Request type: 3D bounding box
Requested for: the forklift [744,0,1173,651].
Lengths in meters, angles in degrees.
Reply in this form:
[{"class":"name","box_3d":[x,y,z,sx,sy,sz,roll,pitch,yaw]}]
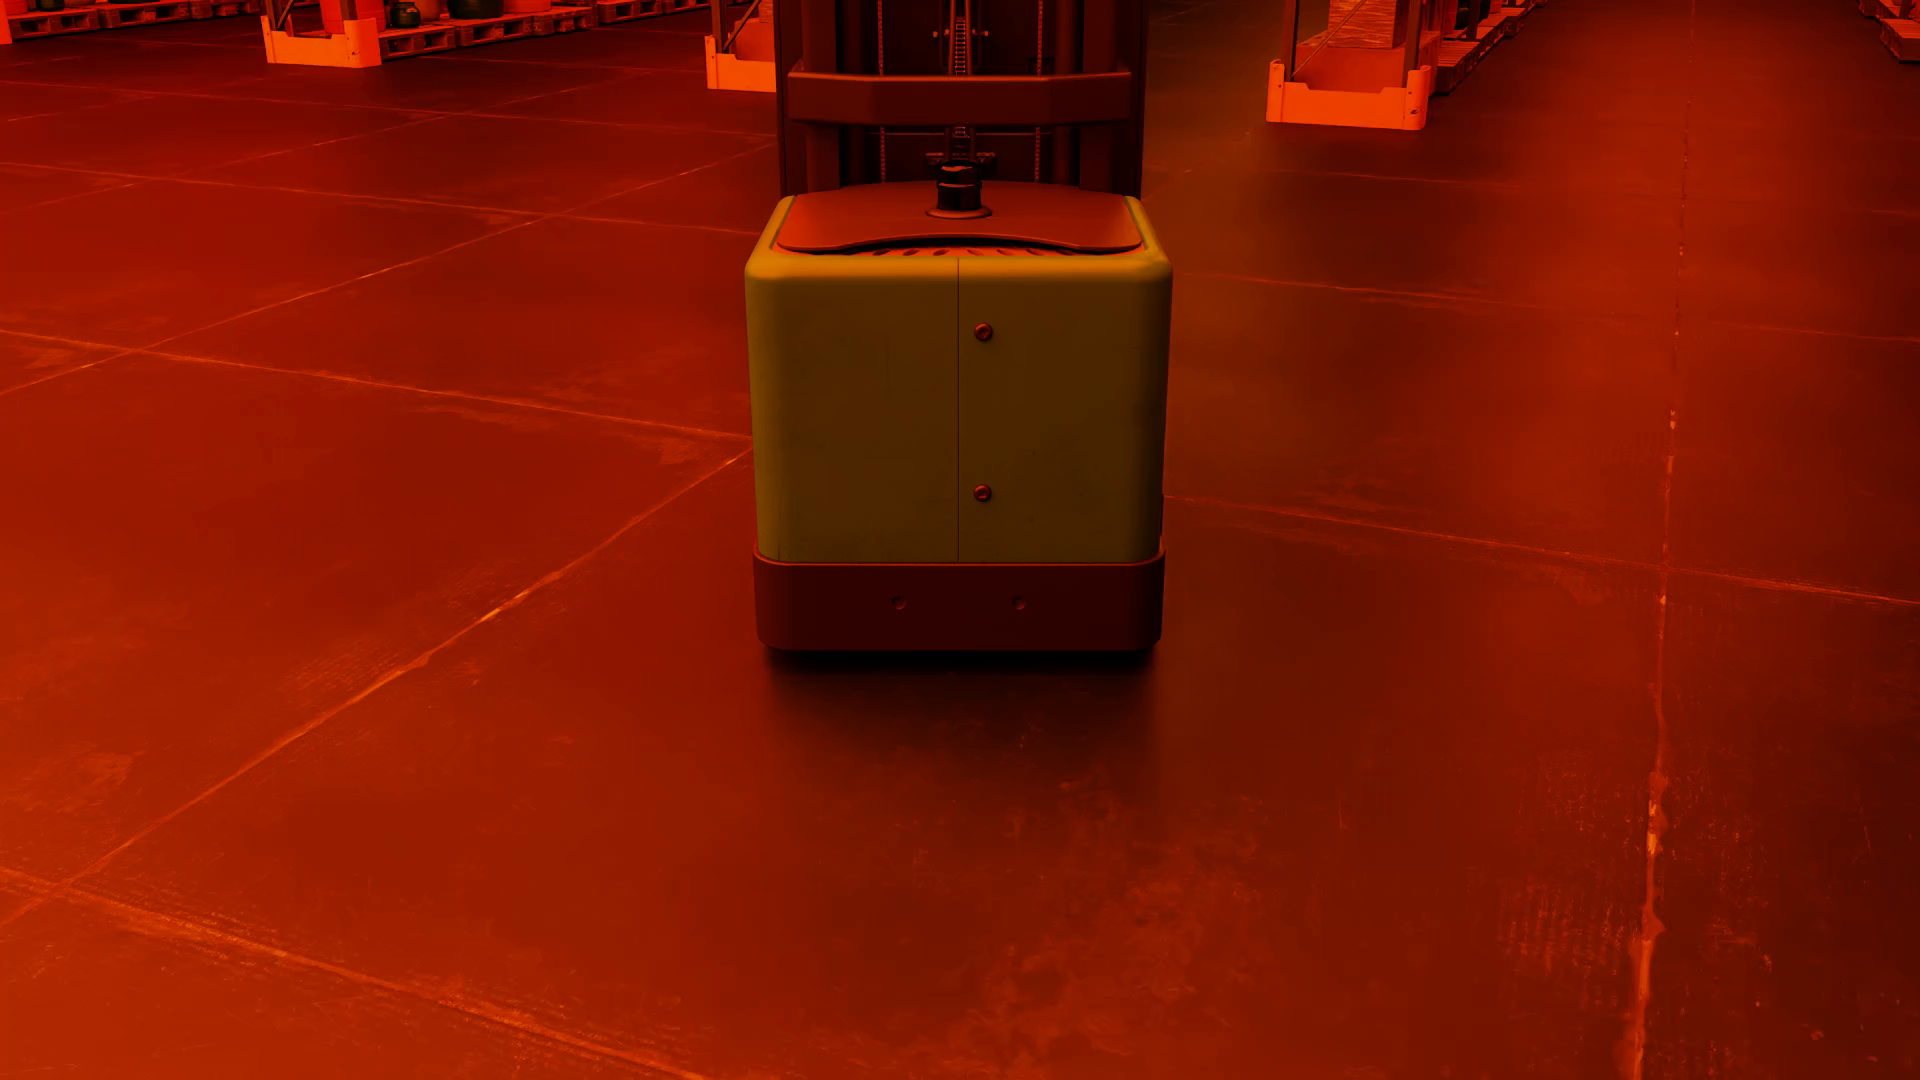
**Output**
[{"class":"forklift","box_3d":[0.002,-1.587,5.089,1.130,2.935,3.031,0,23,0]}]
